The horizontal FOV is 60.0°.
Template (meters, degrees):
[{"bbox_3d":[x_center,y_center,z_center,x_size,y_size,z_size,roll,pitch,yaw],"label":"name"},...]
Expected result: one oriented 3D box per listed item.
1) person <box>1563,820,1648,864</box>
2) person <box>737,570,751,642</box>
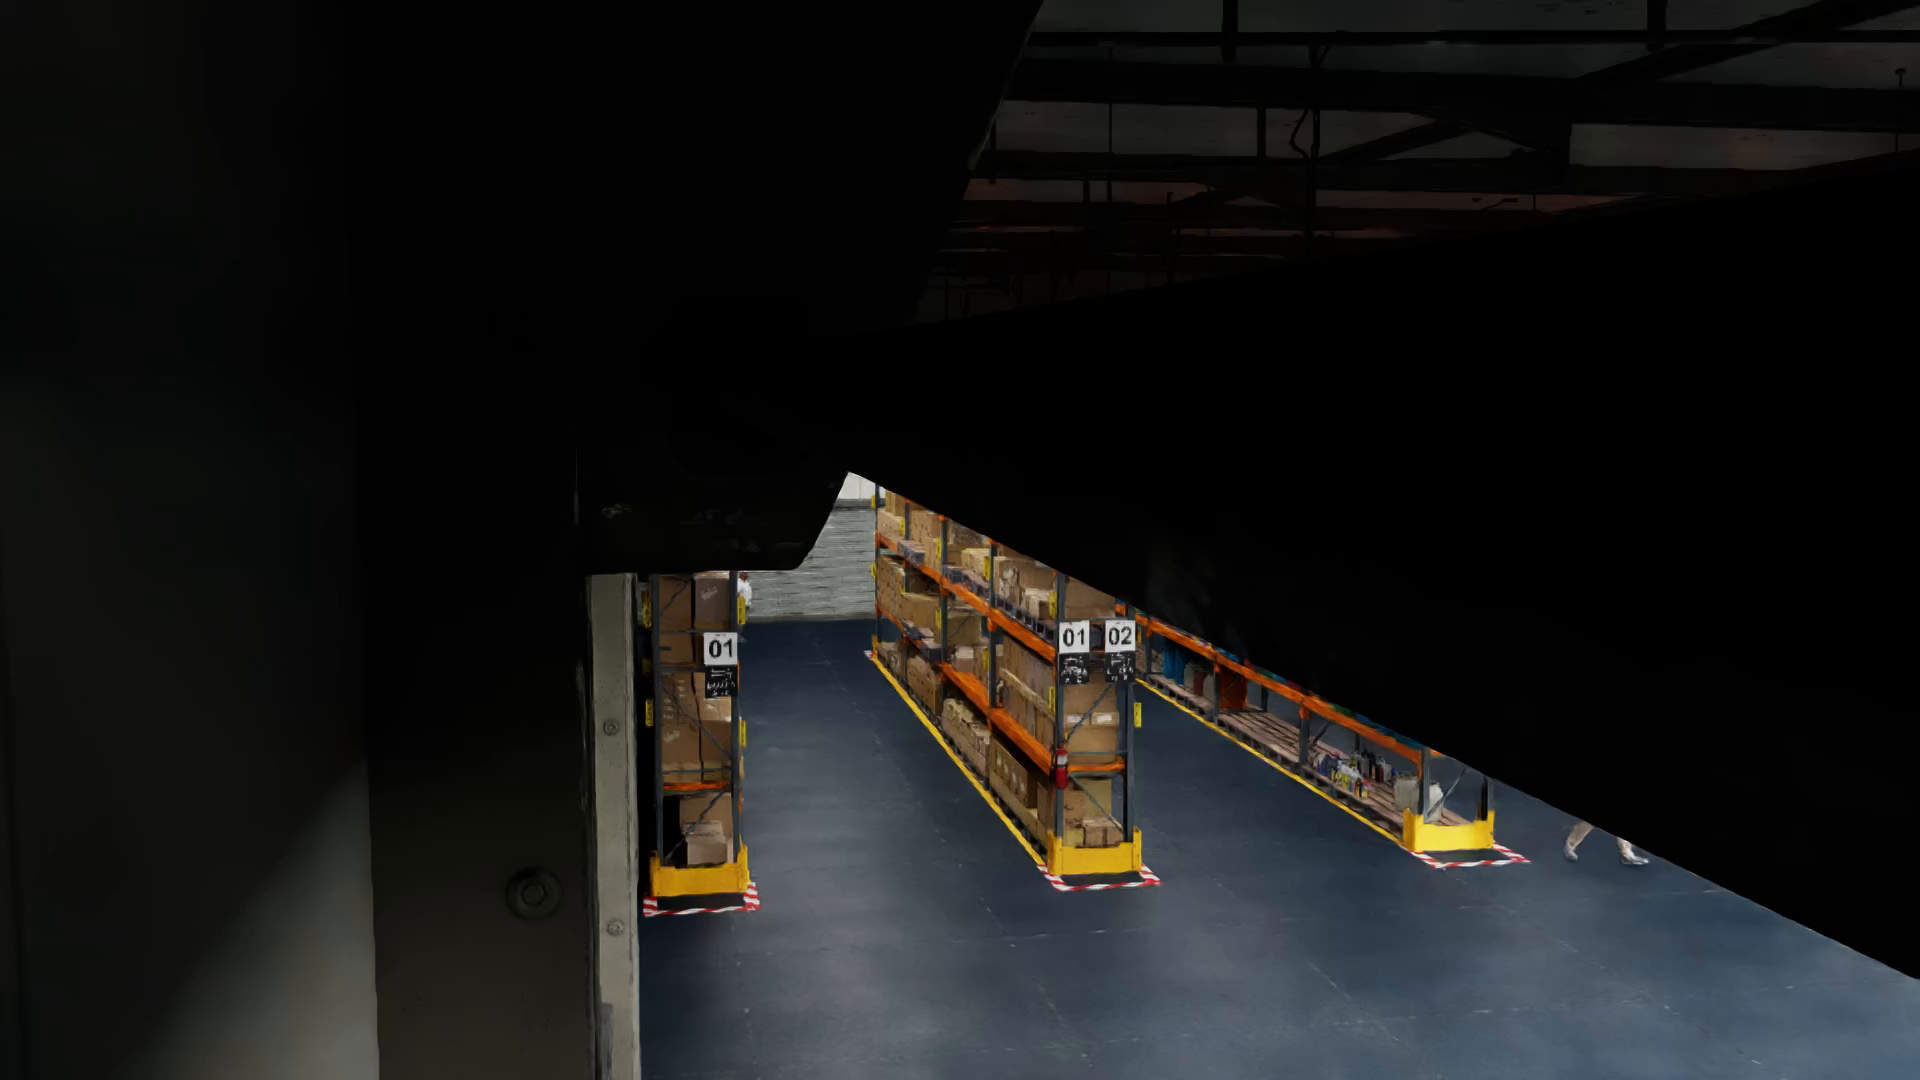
[{"bbox_3d":[8.250,3.303,21.278,0.616,1.691,0.953,-4,7,-37],"label":"person"},{"bbox_3d":[-5.098,1.498,38.450,0.463,1.761,0.720,2,6,17],"label":"person"}]
